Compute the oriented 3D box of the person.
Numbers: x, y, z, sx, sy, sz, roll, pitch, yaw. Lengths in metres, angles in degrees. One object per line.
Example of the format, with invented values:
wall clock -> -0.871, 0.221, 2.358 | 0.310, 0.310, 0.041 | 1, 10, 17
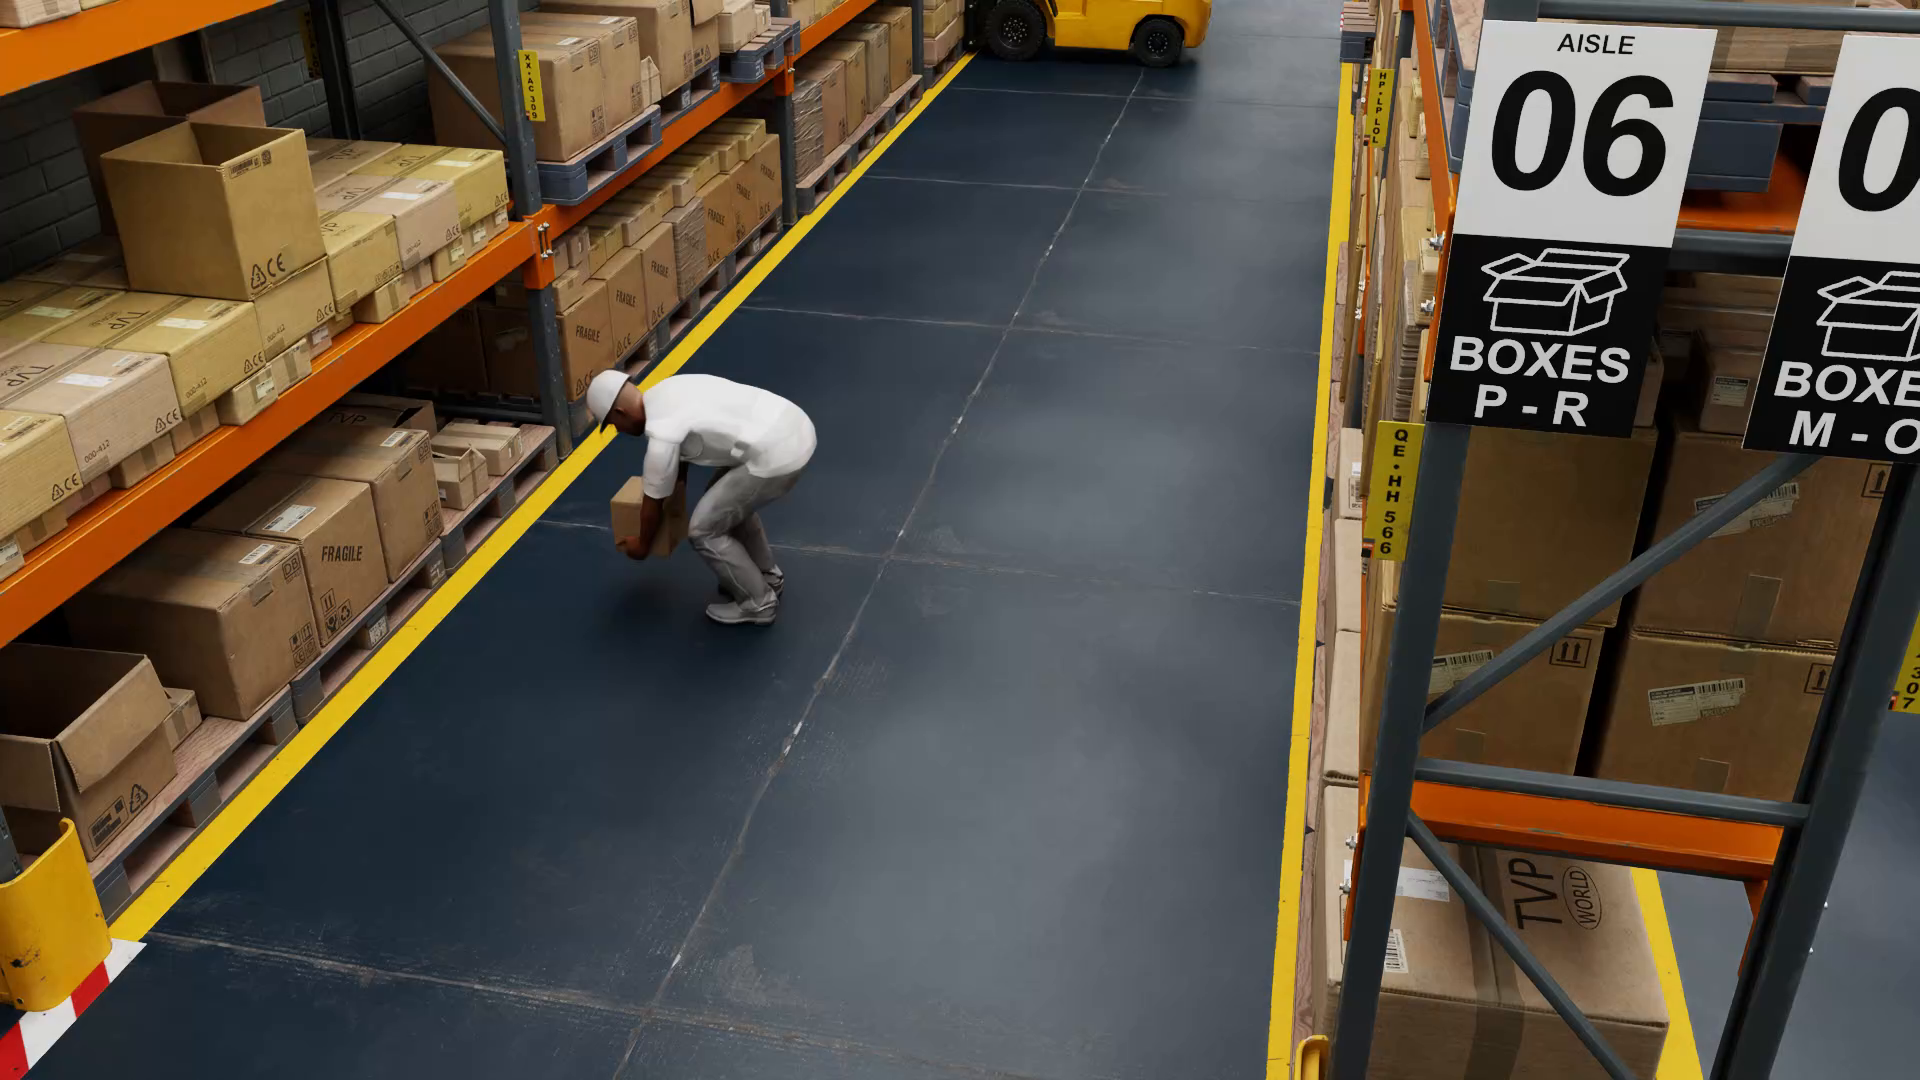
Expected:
person -> -1.099, -0.200, 7.174 | 0.965, 1.087, 0.509 | 5, 29, 8
